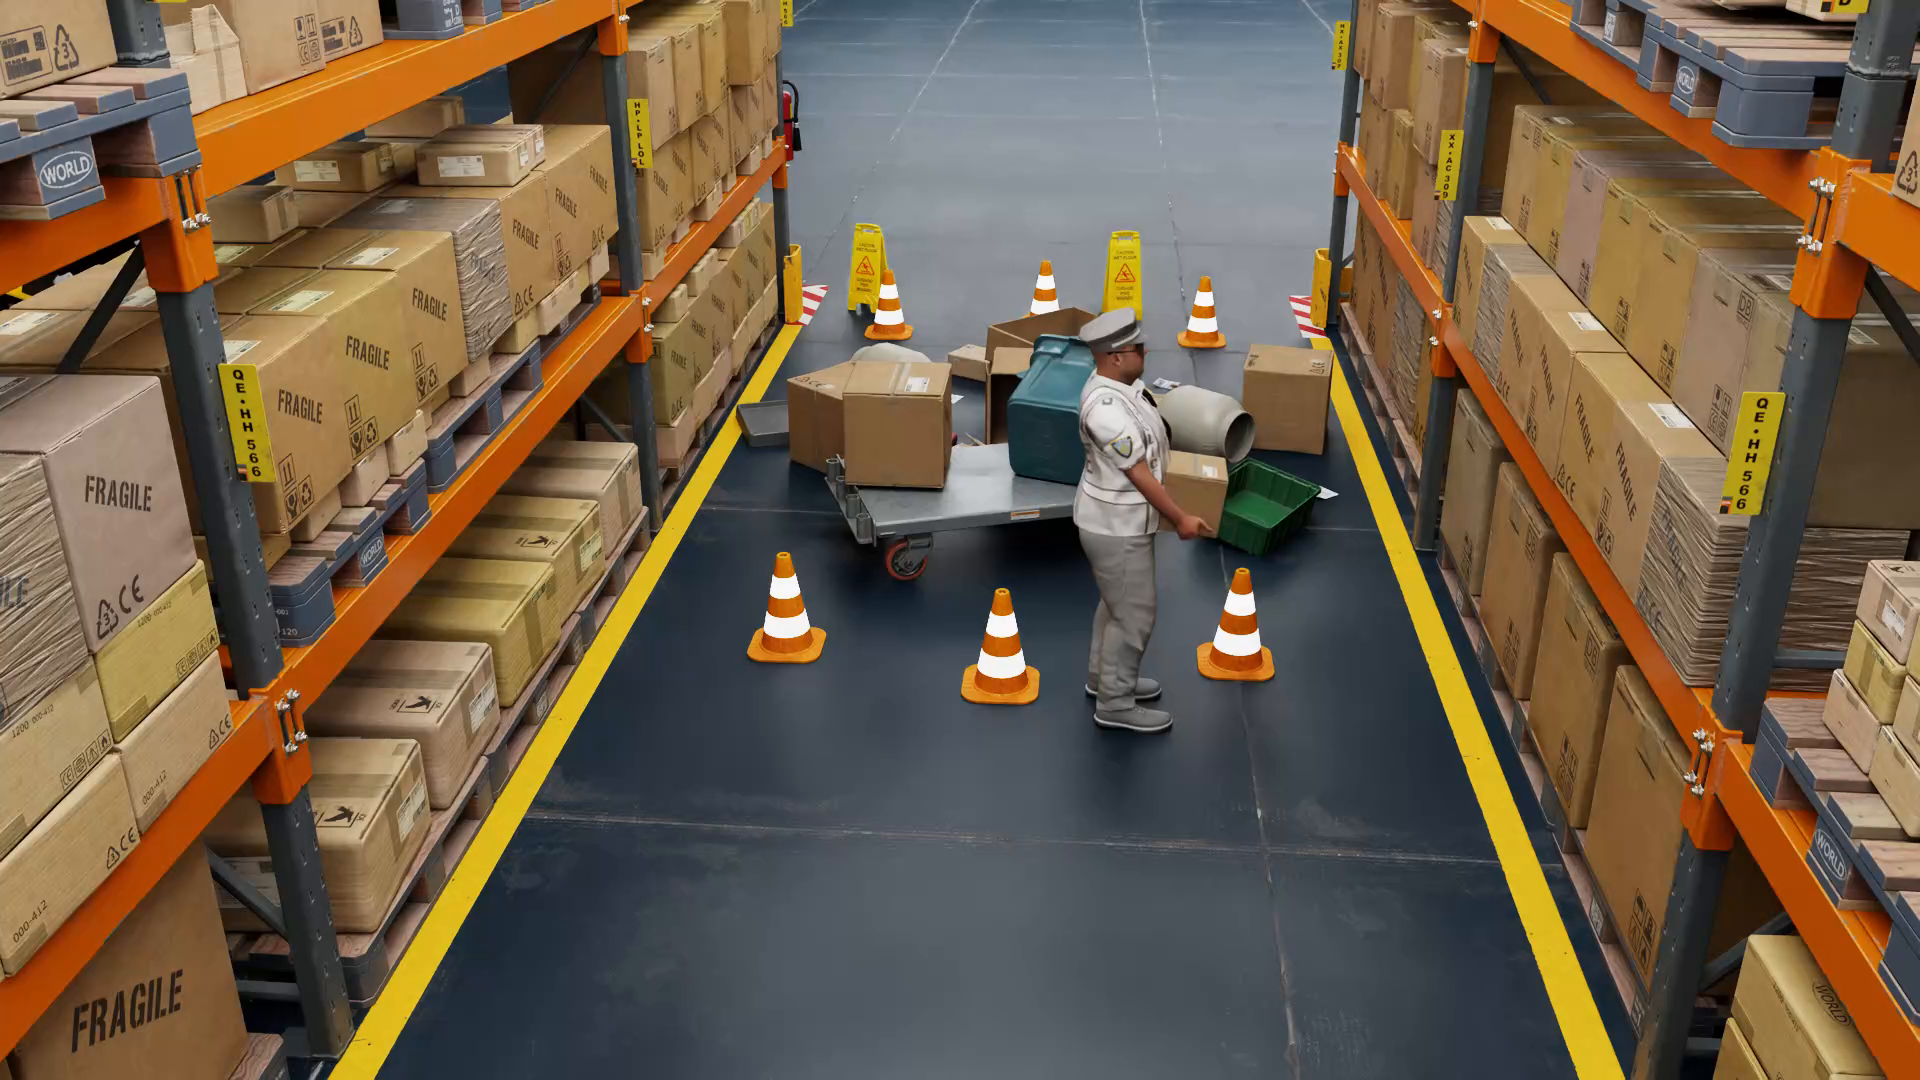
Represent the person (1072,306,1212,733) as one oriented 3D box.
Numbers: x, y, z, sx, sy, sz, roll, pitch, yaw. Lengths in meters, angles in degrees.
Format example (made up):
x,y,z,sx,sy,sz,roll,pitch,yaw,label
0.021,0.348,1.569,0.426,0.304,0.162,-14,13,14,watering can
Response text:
x,y,z,sx,sy,sz,roll,pitch,yaw,label
0.729,-0.086,6.763,0.566,1.767,0.493,2,24,4,person
